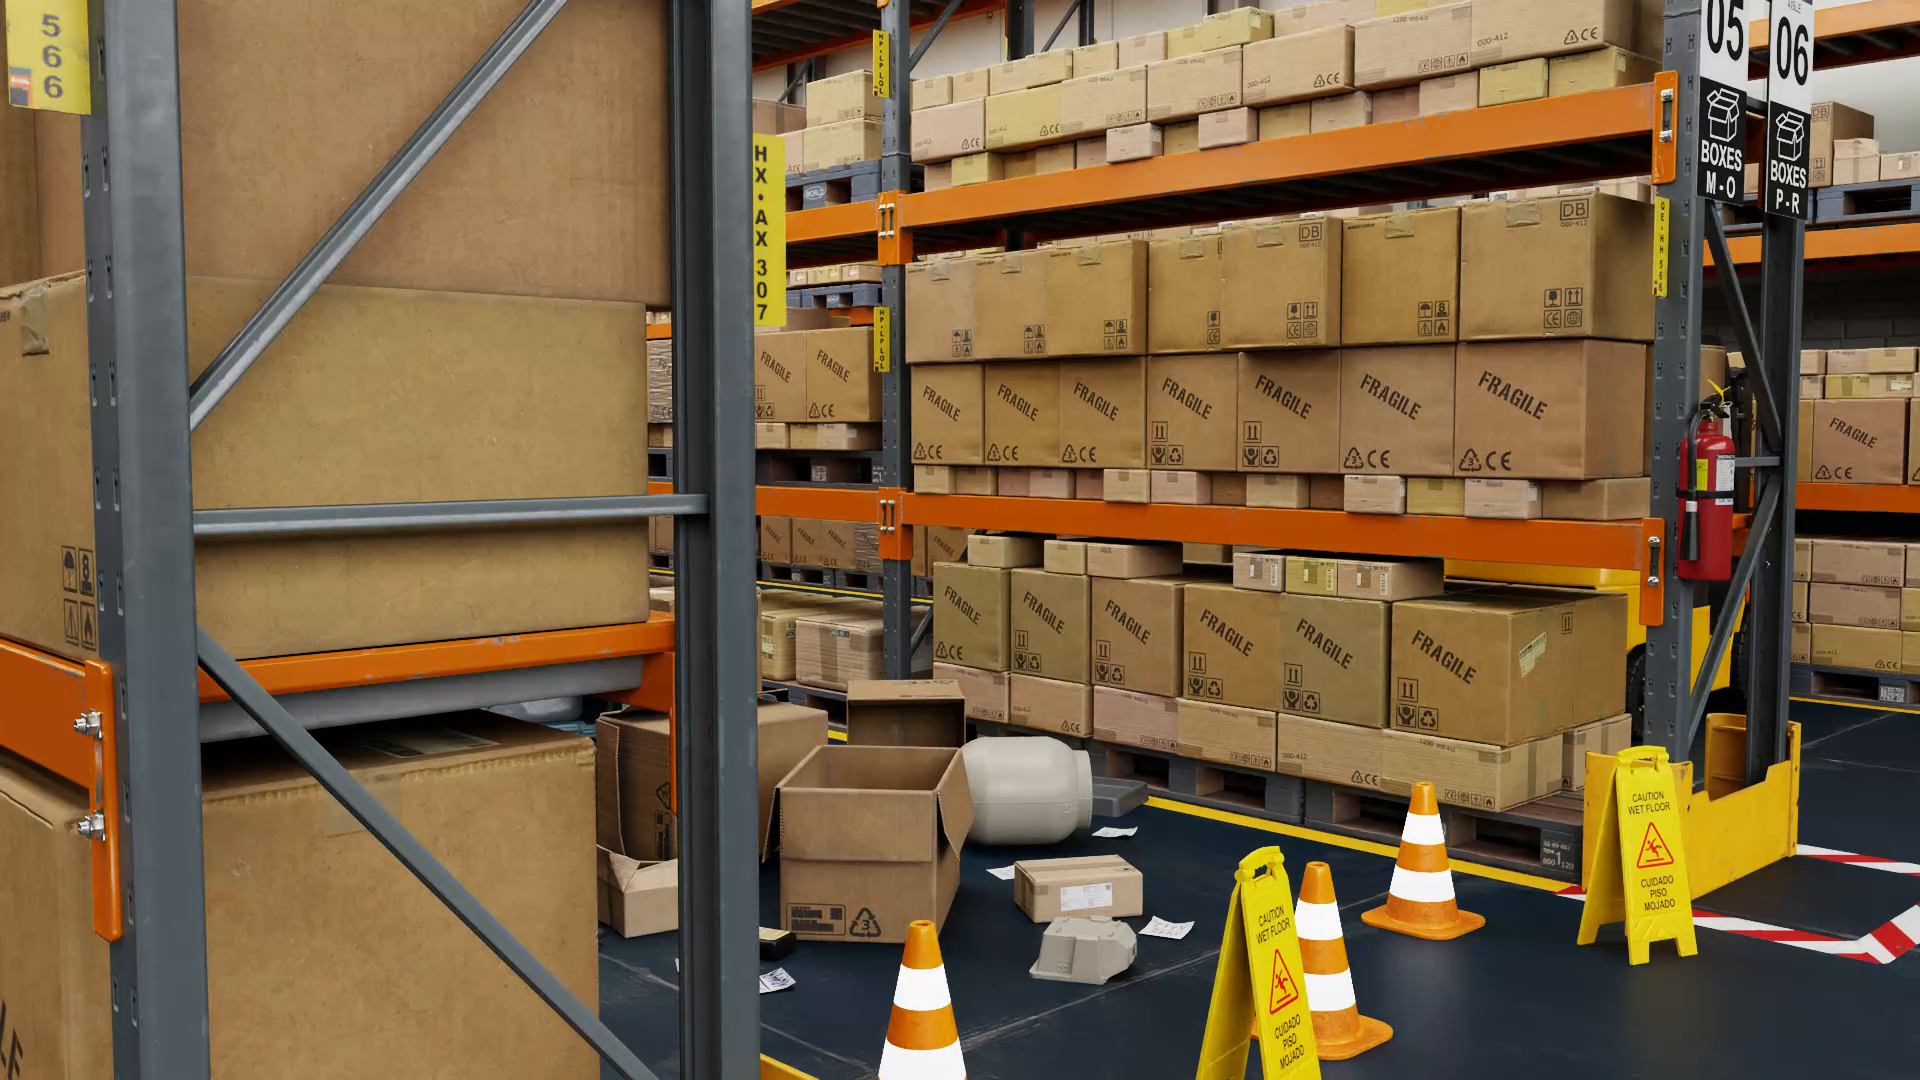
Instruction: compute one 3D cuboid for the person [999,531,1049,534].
[{"bbox_3d":[0.400,-0.045,11.770,0.652,1.710,0.614,0,4,-4],"label":"person"}]
